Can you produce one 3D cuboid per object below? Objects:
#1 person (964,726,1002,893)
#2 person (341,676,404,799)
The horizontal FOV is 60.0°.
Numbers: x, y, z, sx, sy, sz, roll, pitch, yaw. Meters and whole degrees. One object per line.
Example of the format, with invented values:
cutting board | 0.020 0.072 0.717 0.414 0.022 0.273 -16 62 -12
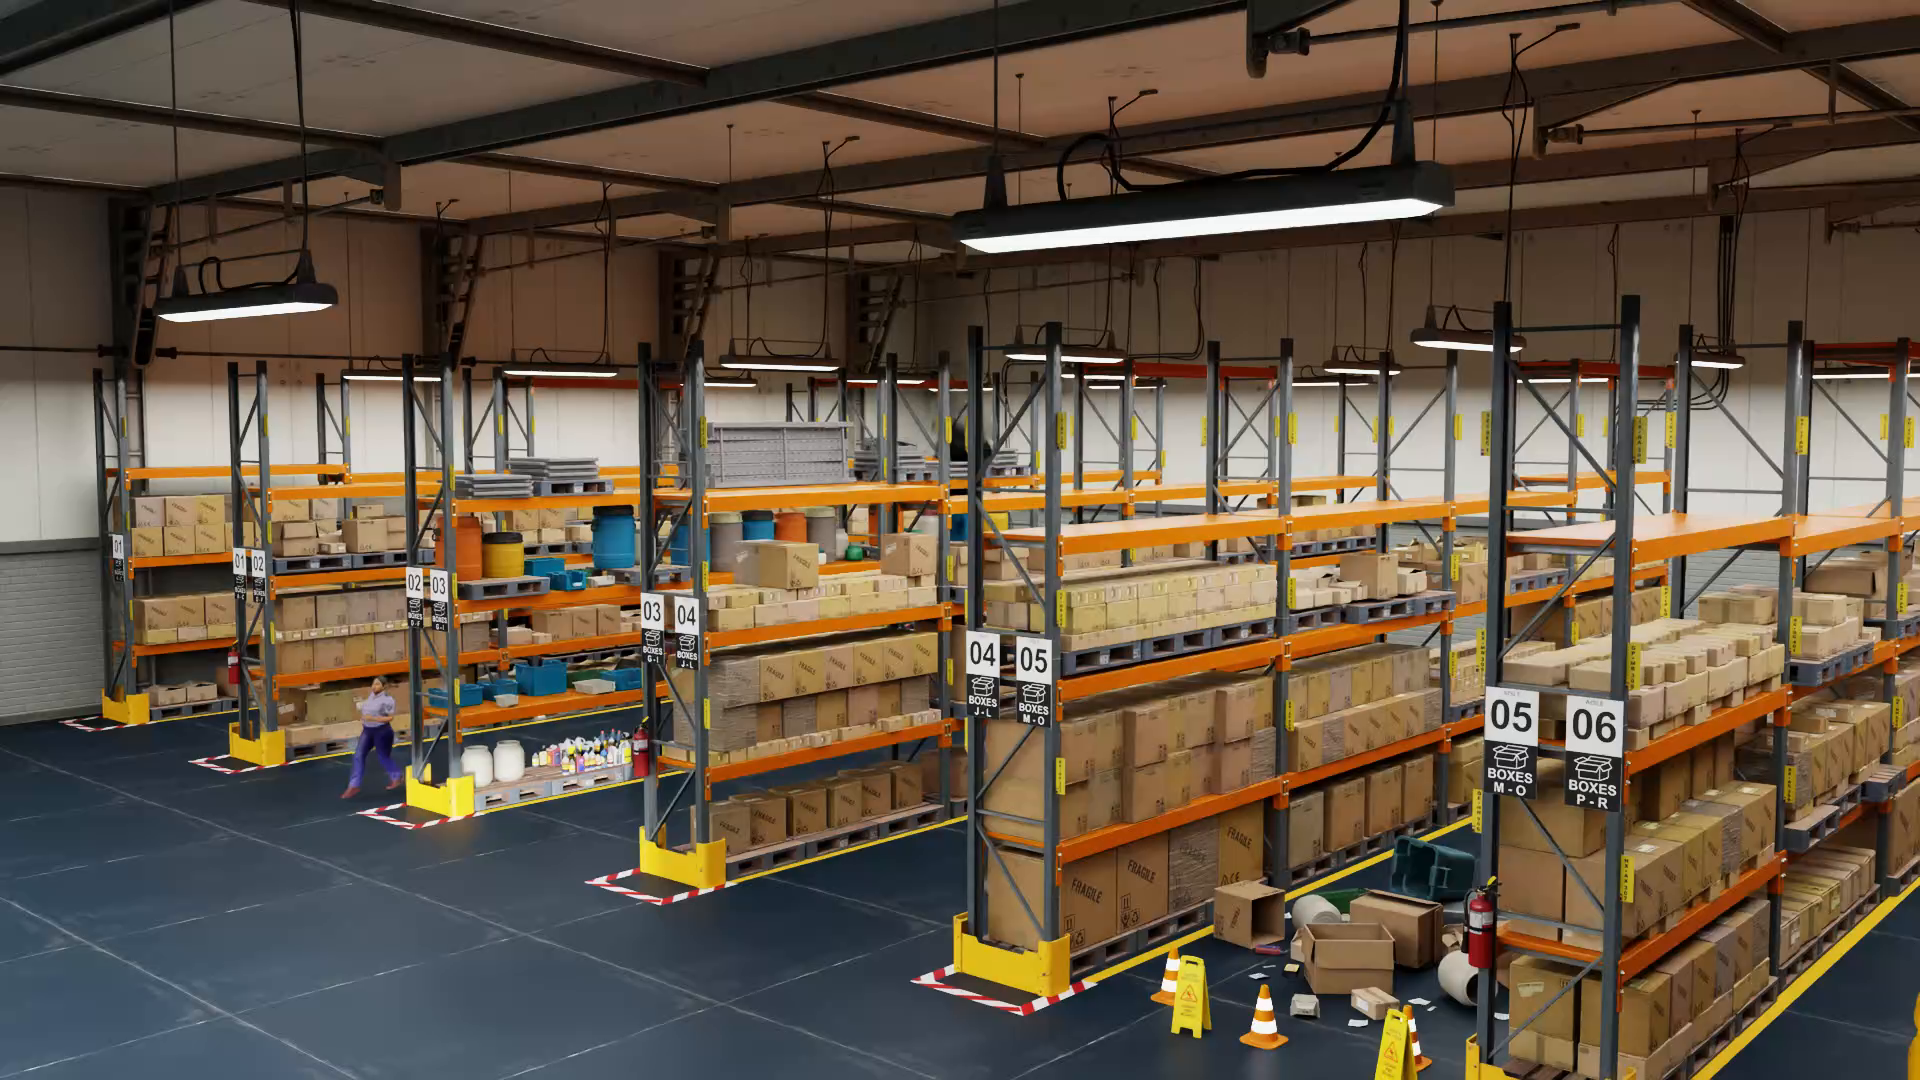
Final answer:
person | 0.395 2.914 18.488 0.737 1.829 0.922 2 5 29
person | -7.922 2.652 22.627 0.604 1.624 0.946 2 5 25
